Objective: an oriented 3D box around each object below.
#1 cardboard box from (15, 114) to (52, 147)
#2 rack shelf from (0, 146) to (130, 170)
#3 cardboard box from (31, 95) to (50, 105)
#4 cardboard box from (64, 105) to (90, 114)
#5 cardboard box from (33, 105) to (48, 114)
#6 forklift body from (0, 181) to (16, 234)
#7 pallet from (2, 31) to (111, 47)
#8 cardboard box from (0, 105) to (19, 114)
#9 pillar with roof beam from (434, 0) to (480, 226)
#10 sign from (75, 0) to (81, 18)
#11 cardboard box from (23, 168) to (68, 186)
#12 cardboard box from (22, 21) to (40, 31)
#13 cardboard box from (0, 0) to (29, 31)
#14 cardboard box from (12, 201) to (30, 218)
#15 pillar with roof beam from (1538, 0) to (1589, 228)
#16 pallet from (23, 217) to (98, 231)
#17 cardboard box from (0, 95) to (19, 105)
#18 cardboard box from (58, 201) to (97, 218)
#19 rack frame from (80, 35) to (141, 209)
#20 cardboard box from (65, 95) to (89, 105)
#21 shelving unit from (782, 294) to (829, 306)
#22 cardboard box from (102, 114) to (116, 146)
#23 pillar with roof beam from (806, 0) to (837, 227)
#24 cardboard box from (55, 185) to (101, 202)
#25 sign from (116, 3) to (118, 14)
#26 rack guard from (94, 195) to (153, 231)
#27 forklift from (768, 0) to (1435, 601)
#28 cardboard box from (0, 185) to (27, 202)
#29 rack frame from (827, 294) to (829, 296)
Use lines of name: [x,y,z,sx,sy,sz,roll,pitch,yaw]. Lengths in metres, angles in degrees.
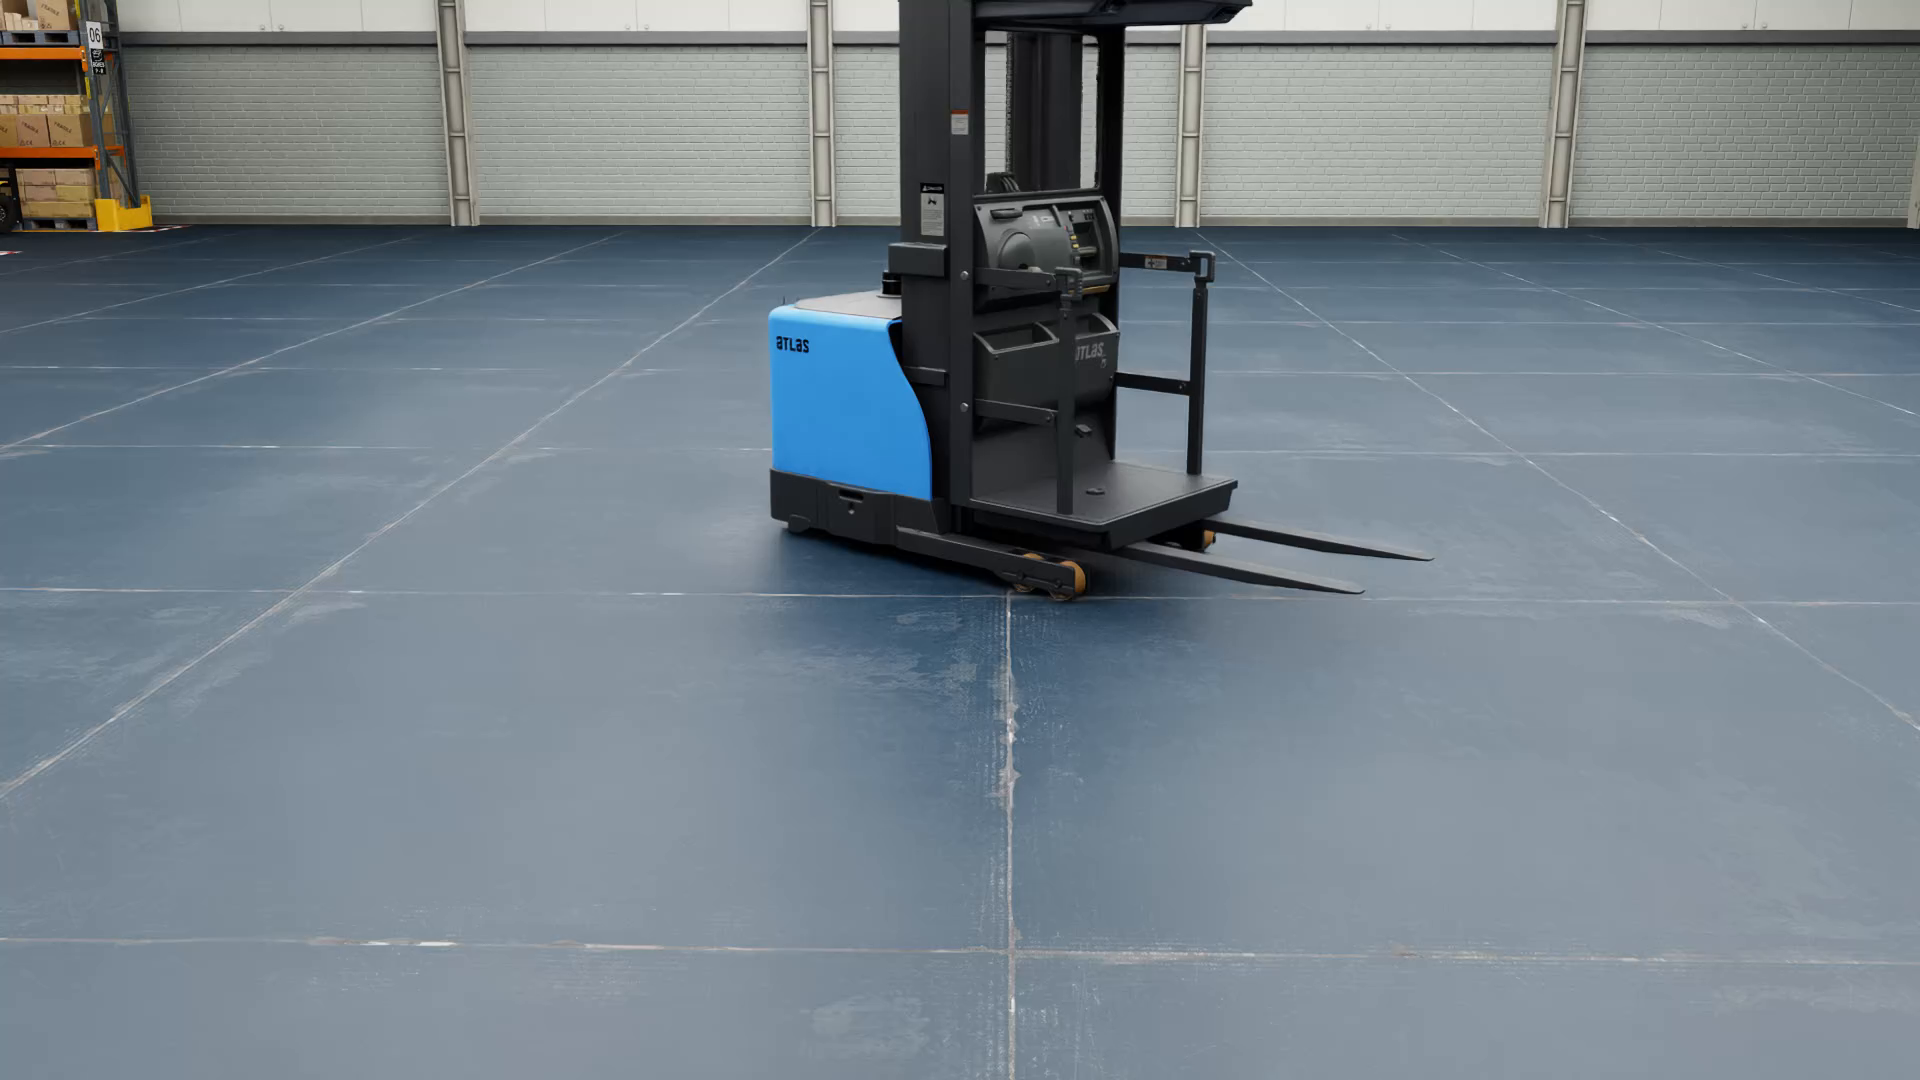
cardboard box: [-14.593,-6.504,26.415,0.500,0.500,0.500,1,15,3]
rack shelf: [-15.576,-6.178,26.788,4.000,0.370,1.077,0,15,1]
cardboard box: [-14.449,-6.956,26.275,0.250,0.149,0.380,1,15,3]
cardboard box: [-13.930,-6.806,26.290,0.250,0.149,0.380,1,15,2]
cardboard box: [-14.444,-6.817,26.333,0.250,0.149,0.380,1,15,2]
forklift body: [-15.519,-5.650,25.039,1.214,2.155,2.313,0,15,1]
pallet: [-14.282,-7.932,26.318,1.213,0.211,1.003,0,15,1]
cardboard box: [-14.960,-6.812,26.311,0.250,0.149,0.380,0,15,0]
pillar with roof beam: [-8.361,-8.511,22.461,0.400,9.000,9.100,0,15,1]
sign: [-13.604,-8.215,25.638,0.005,0.325,0.100,0,15,1]
cardboard box: [-14.555,-5.796,26.534,0.500,0.250,0.500,1,15,2]
cardboard box: [-14.412,-8.022,25.957,0.250,0.149,0.380,0,15,0]
cardboard box: [-15.046,-8.236,26.083,0.500,0.500,0.700,0,15,2]
cardboard box: [-15.051,-5.321,26.693,0.500,0.250,0.500,1,15,2]
pillar with roof beam: [9.633,-8.394,22.016,0.400,9.000,9.100,0,15,1]
pallet: [-14.342,-5.159,26.981,1.213,0.211,1.003,0,15,1]
cardboard box: [-14.960,-6.950,26.253,0.250,0.149,0.380,1,15,3]
cardboard box: [-14.054,-5.309,26.651,0.500,0.250,0.500,0,15,2]
rack frame: [-13.576,-6.513,26.647,0.127,3.000,1.000,0,15,1]
cardboard box: [-13.940,-6.968,26.319,0.250,0.149,0.380,0,15,2]
shelving unit: [-0.716,-0.711,8.446,0.252,1.050,0.215,-8,12,-28]
cardboard box: [-14.064,-6.636,26.915,0.500,0.500,0.500,1,15,3]
pillar with roof beam: [-2.363,-8.472,22.313,0.400,9.000,9.100,0,15,1]
cardboard box: [-14.071,-5.552,26.591,0.500,0.250,0.500,0,15,1]
sign: [-13.556,-8.566,26.679,0.005,0.325,0.100,0,15,1]
rack guard: [-13.552,-5.305,26.966,0.348,0.500,1.175,0,15,1]
forklift: [0.544,-1.316,7.082,3.031,2.935,1.130,12,19,38]
cardboard box: [-15.089,-5.556,26.606,0.500,0.250,0.500,0,15,0]
rack frame: [-0.609,-0.726,8.503,0.008,1.050,0.200,-8,12,-28]
